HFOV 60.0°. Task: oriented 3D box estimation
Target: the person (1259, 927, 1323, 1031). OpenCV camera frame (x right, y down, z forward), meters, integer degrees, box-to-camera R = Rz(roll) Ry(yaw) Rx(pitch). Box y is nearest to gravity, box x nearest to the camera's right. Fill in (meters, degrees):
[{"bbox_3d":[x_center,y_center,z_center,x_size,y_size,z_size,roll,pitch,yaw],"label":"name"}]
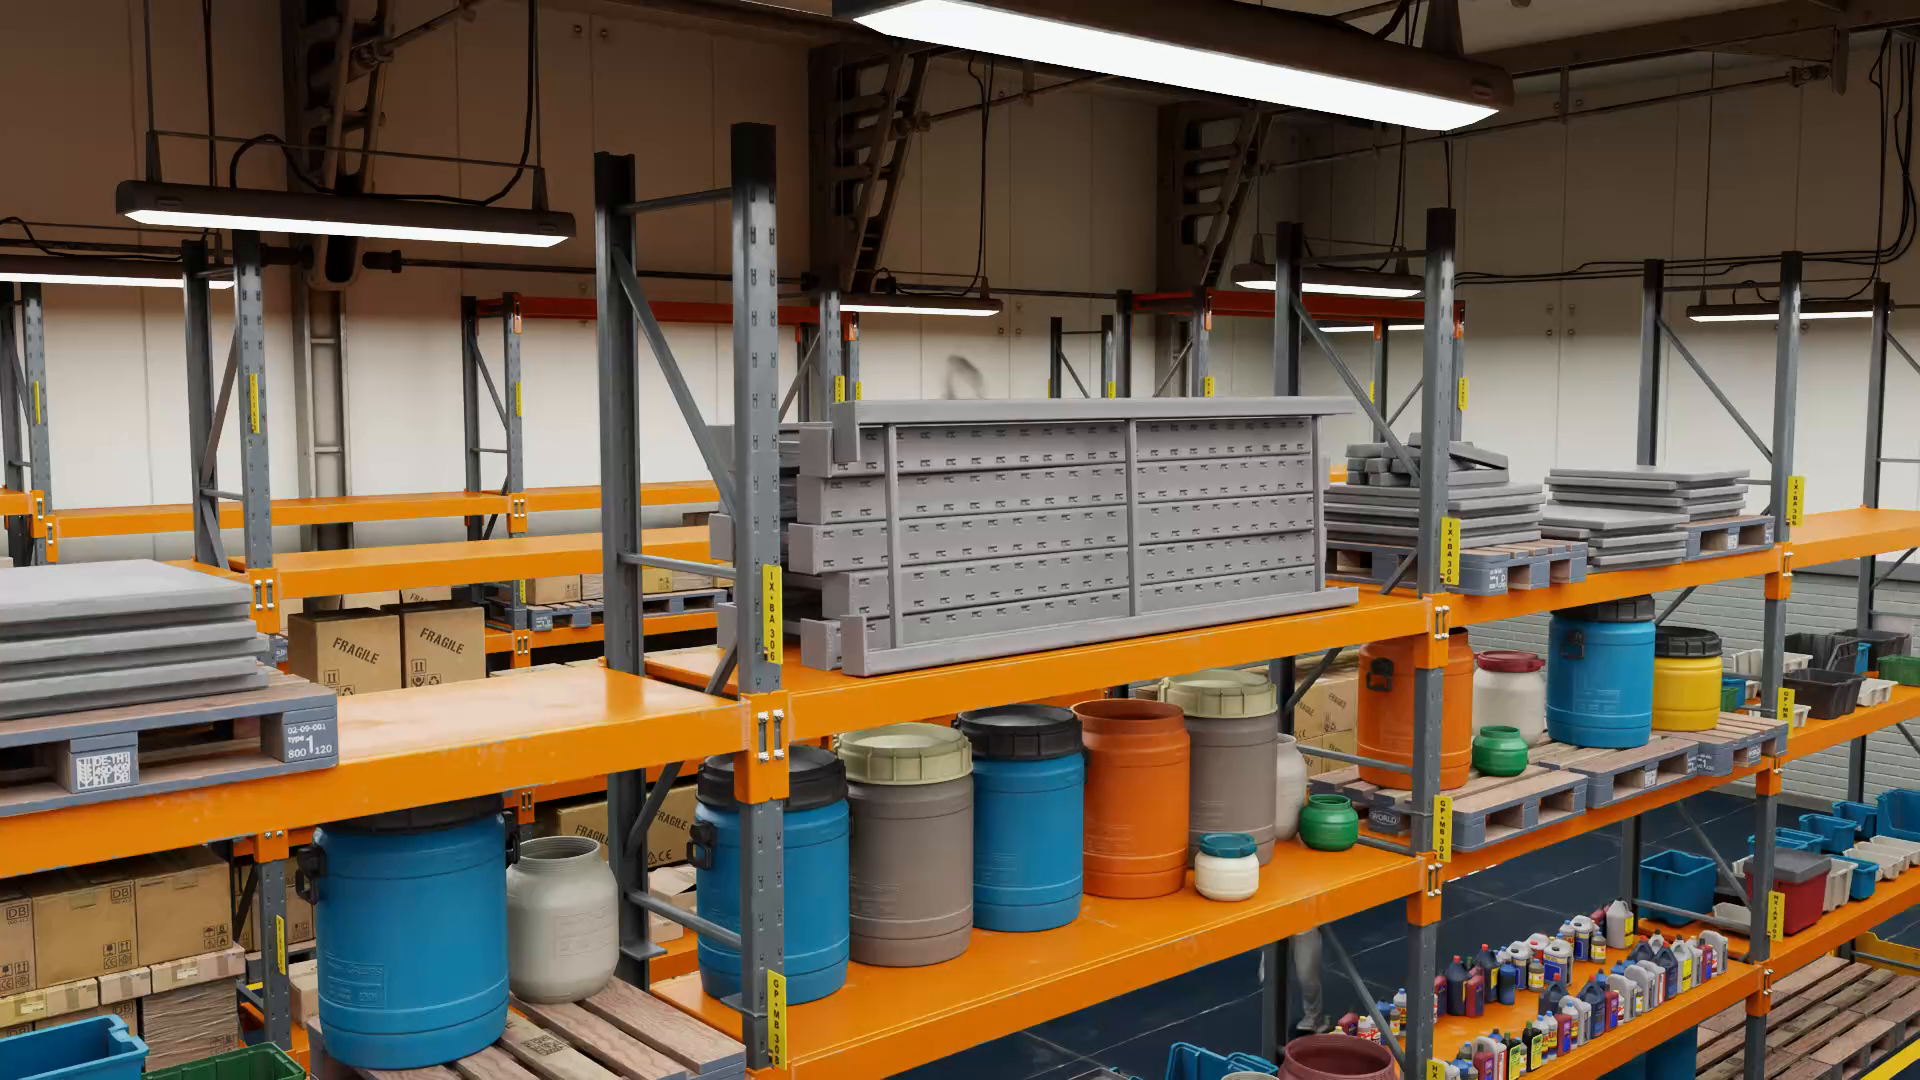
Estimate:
[{"bbox_3d":[2.623,3.060,13.069,0.639,1.789,0.695,4,7,35],"label":"person"}]
